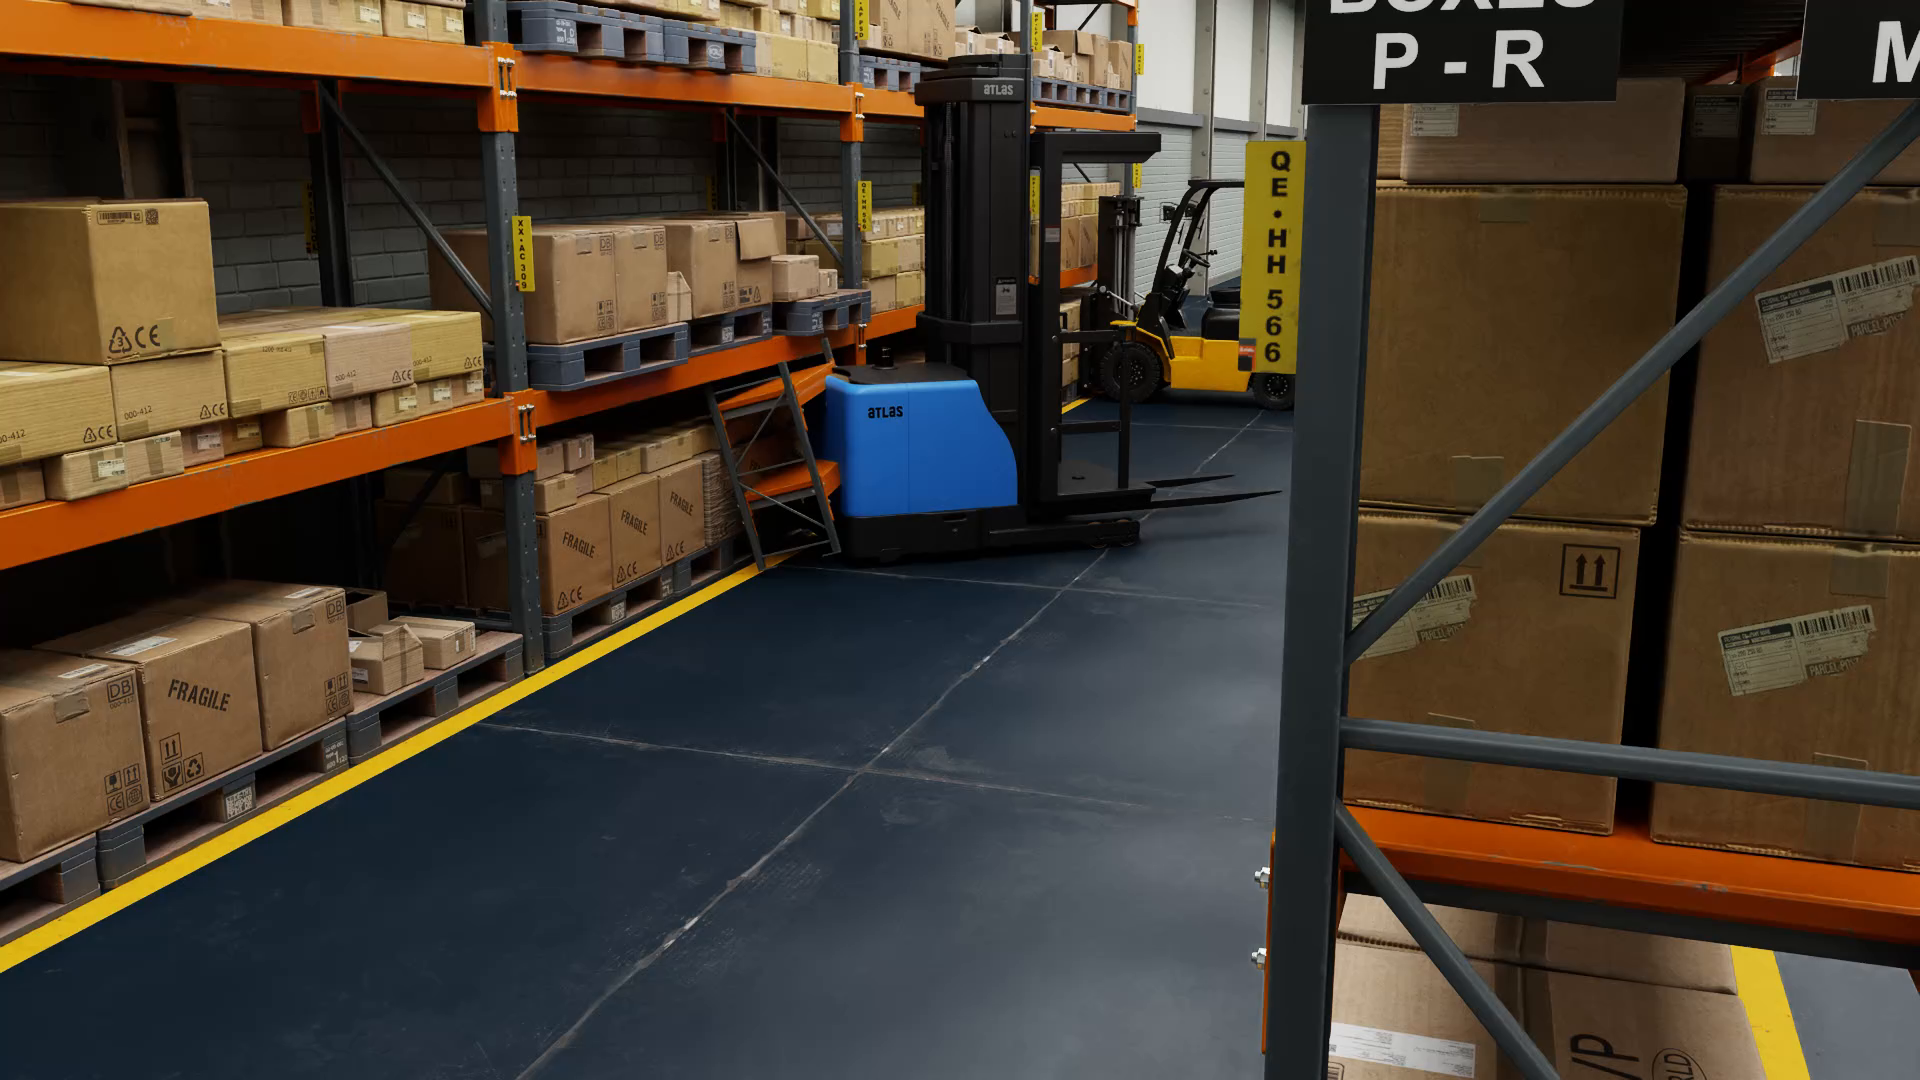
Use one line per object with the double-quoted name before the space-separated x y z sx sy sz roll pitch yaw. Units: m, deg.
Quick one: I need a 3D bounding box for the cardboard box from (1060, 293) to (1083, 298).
"cardboard box" 1.272 -2.421 17.342 0.500 0.250 0.500 5 14 19

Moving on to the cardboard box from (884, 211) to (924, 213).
"cardboard box" -0.367 -2.464 12.861 0.380 0.149 0.250 4 14 18

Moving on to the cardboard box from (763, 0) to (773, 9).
"cardboard box" -1.326 -3.196 9.782 0.380 0.149 0.250 4 13 18

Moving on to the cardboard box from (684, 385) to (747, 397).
"cardboard box" -1.613 -0.934 11.055 0.380 0.149 0.250 5 14 21

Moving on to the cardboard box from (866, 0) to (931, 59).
"cardboard box" -0.616 -3.732 11.965 0.700 0.500 0.500 4 13 17

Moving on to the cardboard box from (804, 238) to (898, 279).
"cardboard box" -0.751 -1.964 11.564 0.500 0.250 0.500 4 14 18

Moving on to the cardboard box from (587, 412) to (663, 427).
"cardboard box" -1.981 -0.658 9.846 0.380 0.149 0.250 4 14 19

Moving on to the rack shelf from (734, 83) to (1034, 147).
"rack shelf" -0.502 -3.252 12.870 1.077 0.370 4.000 4 14 18

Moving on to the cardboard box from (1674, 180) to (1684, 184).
"cardboard box" 1.546 -0.404 3.046 0.500 0.500 0.500 4 13 17

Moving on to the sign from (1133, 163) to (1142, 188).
"sign" 1.948 -4.042 18.320 0.100 0.325 0.005 4 14 18

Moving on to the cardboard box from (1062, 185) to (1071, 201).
"cardboard box" 0.871 -3.394 16.266 0.380 0.149 0.250 4 14 18

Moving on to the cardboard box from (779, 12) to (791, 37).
"cardboard box" -1.248 -3.104 10.047 0.380 0.149 0.250 5 14 20

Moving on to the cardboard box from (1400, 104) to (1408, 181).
"cardboard box" 0.946 -0.676 2.778 0.380 0.149 0.250 5 14 19

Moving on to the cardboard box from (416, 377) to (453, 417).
"cardboard box" -2.371 -0.613 6.996 0.380 0.149 0.250 5 14 20

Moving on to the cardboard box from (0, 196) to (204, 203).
"cardboard box" -3.177 -1.020 6.199 0.500 0.500 0.500 4 13 17

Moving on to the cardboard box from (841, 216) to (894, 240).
"cardboard box" -0.682 -2.186 11.643 0.380 0.149 0.250 5 14 20

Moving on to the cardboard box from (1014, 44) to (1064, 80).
"cardboard box" 0.645 -4.391 15.278 0.500 0.311 0.500 5 14 20

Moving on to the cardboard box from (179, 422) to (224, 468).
"cardboard box" -2.824 -0.346 5.825 0.380 0.149 0.250 4 14 18

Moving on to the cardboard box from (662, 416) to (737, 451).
"cardboard box" -1.525 -0.622 9.688 0.380 0.149 0.250 4 13 16

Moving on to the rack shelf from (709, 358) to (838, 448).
"rack shelf" -1.060 -0.807 9.816 0.538 0.278 1.000 -13 12 12

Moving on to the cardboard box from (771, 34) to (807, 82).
"cardboard box" -1.248 -2.877 9.948 0.500 0.250 0.500 4 14 19

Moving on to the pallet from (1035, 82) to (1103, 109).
"pallet" 0.793 -4.418 16.562 1.003 0.211 1.213 4 14 18

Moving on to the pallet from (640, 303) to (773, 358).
"pallet" -1.774 -1.216 9.505 1.003 0.211 1.213 4 14 18

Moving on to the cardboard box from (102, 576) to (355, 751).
"cardboard box" -2.801 0.462 6.399 0.700 0.500 0.500 4 13 16

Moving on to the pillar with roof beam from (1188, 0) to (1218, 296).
"pillar with roof beam" 8.317 -8.463 27.345 9.100 9.000 0.400 4 14 18

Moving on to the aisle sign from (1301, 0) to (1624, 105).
"aisle sign" 0.644 -0.953 2.079 0.394 0.787 0.004 4 14 18

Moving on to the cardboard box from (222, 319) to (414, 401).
"cardboard box" -2.526 -0.717 6.559 0.500 0.250 0.500 4 14 19

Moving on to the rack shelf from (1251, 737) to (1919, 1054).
"rack shelf" 1.607 0.251 4.262 1.077 0.370 4.000 4 14 18

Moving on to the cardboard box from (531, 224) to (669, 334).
"cardboard box" -1.908 -1.325 8.385 0.700 0.500 0.500 5 14 19

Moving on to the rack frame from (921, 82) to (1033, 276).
"rack frame" 0.145 -2.561 14.969 1.000 3.000 0.127 4 14 18

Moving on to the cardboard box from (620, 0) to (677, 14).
"cardboard box" -1.642 -2.720 8.319 0.380 0.149 0.250 4 14 18

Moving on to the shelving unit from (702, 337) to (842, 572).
"shelving unit" -0.984 -0.531 9.874 0.538 1.125 1.048 -13 12 12

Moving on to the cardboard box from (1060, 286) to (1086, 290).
"cardboard box" 1.105 -2.668 18.423 0.500 0.250 0.500 4 13 18

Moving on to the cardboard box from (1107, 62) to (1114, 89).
"cardboard box" 1.376 -4.804 17.188 0.396 0.266 0.258 4 14 19

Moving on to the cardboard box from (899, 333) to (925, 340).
"cardboard box" -0.013 -1.498 14.702 0.875 0.625 0.625 5 14 21

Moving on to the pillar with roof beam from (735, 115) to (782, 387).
"pillar with roof beam" 2.493 -4.673 10.740 9.100 9.000 0.400 4 14 18

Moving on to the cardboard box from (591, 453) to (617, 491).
"cardboard box" -1.987 -0.354 8.515 0.380 0.149 0.250 4 13 15

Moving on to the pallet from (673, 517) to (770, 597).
"pallet" -1.823 0.051 9.791 1.003 0.211 1.213 4 14 18

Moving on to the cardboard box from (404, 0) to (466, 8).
"cardboard box" -2.363 -2.292 6.715 0.500 0.250 0.500 4 14 19

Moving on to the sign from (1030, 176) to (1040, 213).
"sign" 0.662 -3.050 14.687 0.100 0.325 0.005 4 14 18

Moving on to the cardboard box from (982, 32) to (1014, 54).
"cardboard box" 0.141 -4.064 13.843 0.500 0.311 0.500 4 13 17

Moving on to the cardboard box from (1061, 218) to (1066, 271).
"cardboard box" 0.688 -2.796 15.770 0.500 0.500 0.500 5 14 19

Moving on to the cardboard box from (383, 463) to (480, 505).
"cardboard box" -2.597 -0.277 8.179 0.380 0.149 0.250 4 13 16

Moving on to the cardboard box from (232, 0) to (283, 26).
"cardboard box" -2.656 -1.907 5.926 0.380 0.149 0.250 5 14 20

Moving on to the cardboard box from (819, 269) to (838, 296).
"cardboard box" -0.999 -1.635 10.533 0.380 0.149 0.250 5 14 19

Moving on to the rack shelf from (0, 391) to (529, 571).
"rack shelf" -3.091 -0.105 5.824 1.077 0.370 4.000 4 14 18

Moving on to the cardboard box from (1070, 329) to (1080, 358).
"cardboard box" 0.928 -1.960 16.447 0.500 0.250 0.500 4 14 18

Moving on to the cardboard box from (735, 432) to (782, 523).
"cardboard box" -1.421 -0.386 10.111 0.500 0.500 0.500 5 14 21

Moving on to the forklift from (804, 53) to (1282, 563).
"forklift" 0.582 -1.479 10.383 3.031 2.935 1.130 -5 14 -21

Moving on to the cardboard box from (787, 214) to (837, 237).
"cardboard box" -1.115 -2.280 12.056 0.380 0.149 0.250 4 14 18
